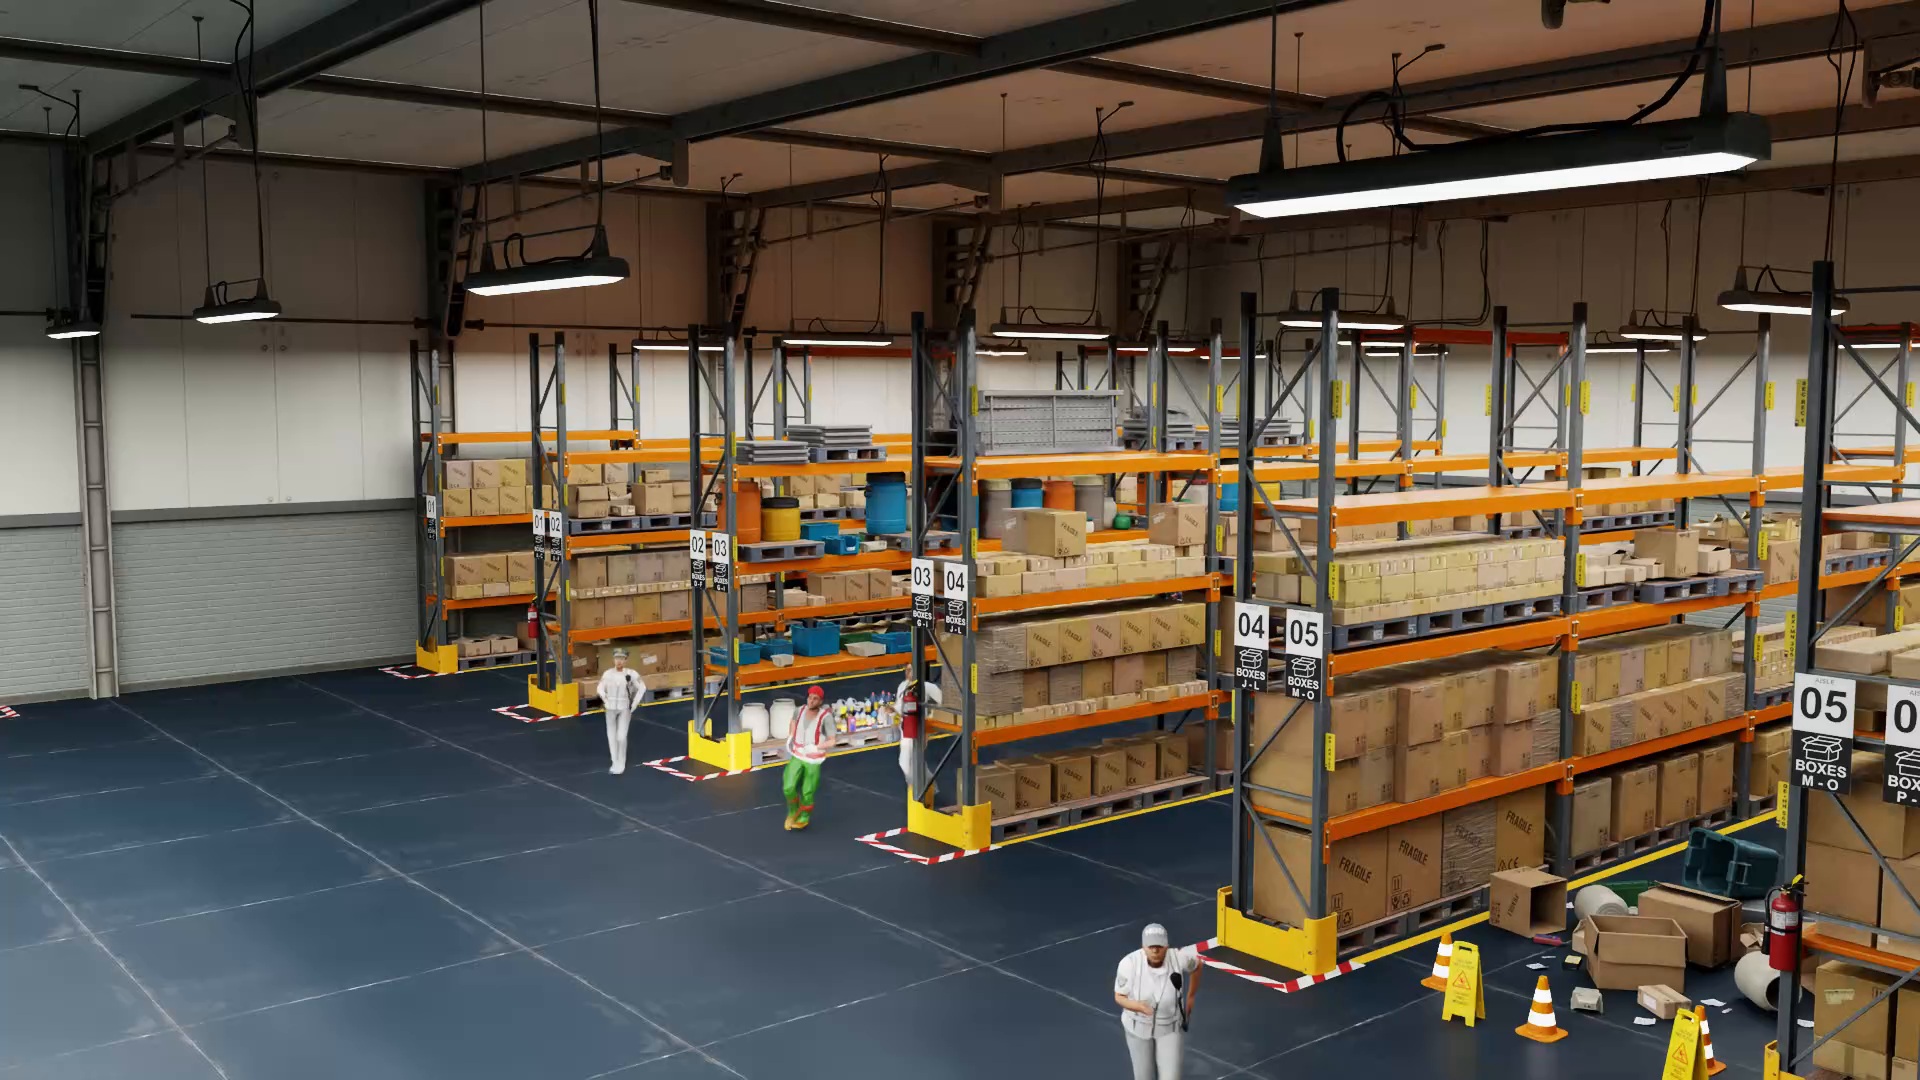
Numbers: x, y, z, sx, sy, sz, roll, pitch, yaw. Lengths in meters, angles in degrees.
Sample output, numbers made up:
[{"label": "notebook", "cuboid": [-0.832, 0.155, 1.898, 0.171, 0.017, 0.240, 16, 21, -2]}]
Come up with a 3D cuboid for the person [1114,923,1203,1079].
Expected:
[{"label": "person", "cuboid": [1.337, 3.338, 11.228, 0.585, 1.590, 0.725, 1, 5, 9]}]

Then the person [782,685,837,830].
[{"label": "person", "cuboid": [-1.730, 2.518, 19.139, 0.691, 1.728, 0.624, 2, 6, 16]}]

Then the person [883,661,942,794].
[{"label": "person", "cuboid": [-0.571, 2.399, 20.492, 0.812, 1.824, 0.682, -4, 7, -39]}]

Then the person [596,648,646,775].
[{"label": "person", "cuboid": [-4.538, 2.277, 22.134, 0.627, 1.690, 0.559, 0, 5, 3]}]
